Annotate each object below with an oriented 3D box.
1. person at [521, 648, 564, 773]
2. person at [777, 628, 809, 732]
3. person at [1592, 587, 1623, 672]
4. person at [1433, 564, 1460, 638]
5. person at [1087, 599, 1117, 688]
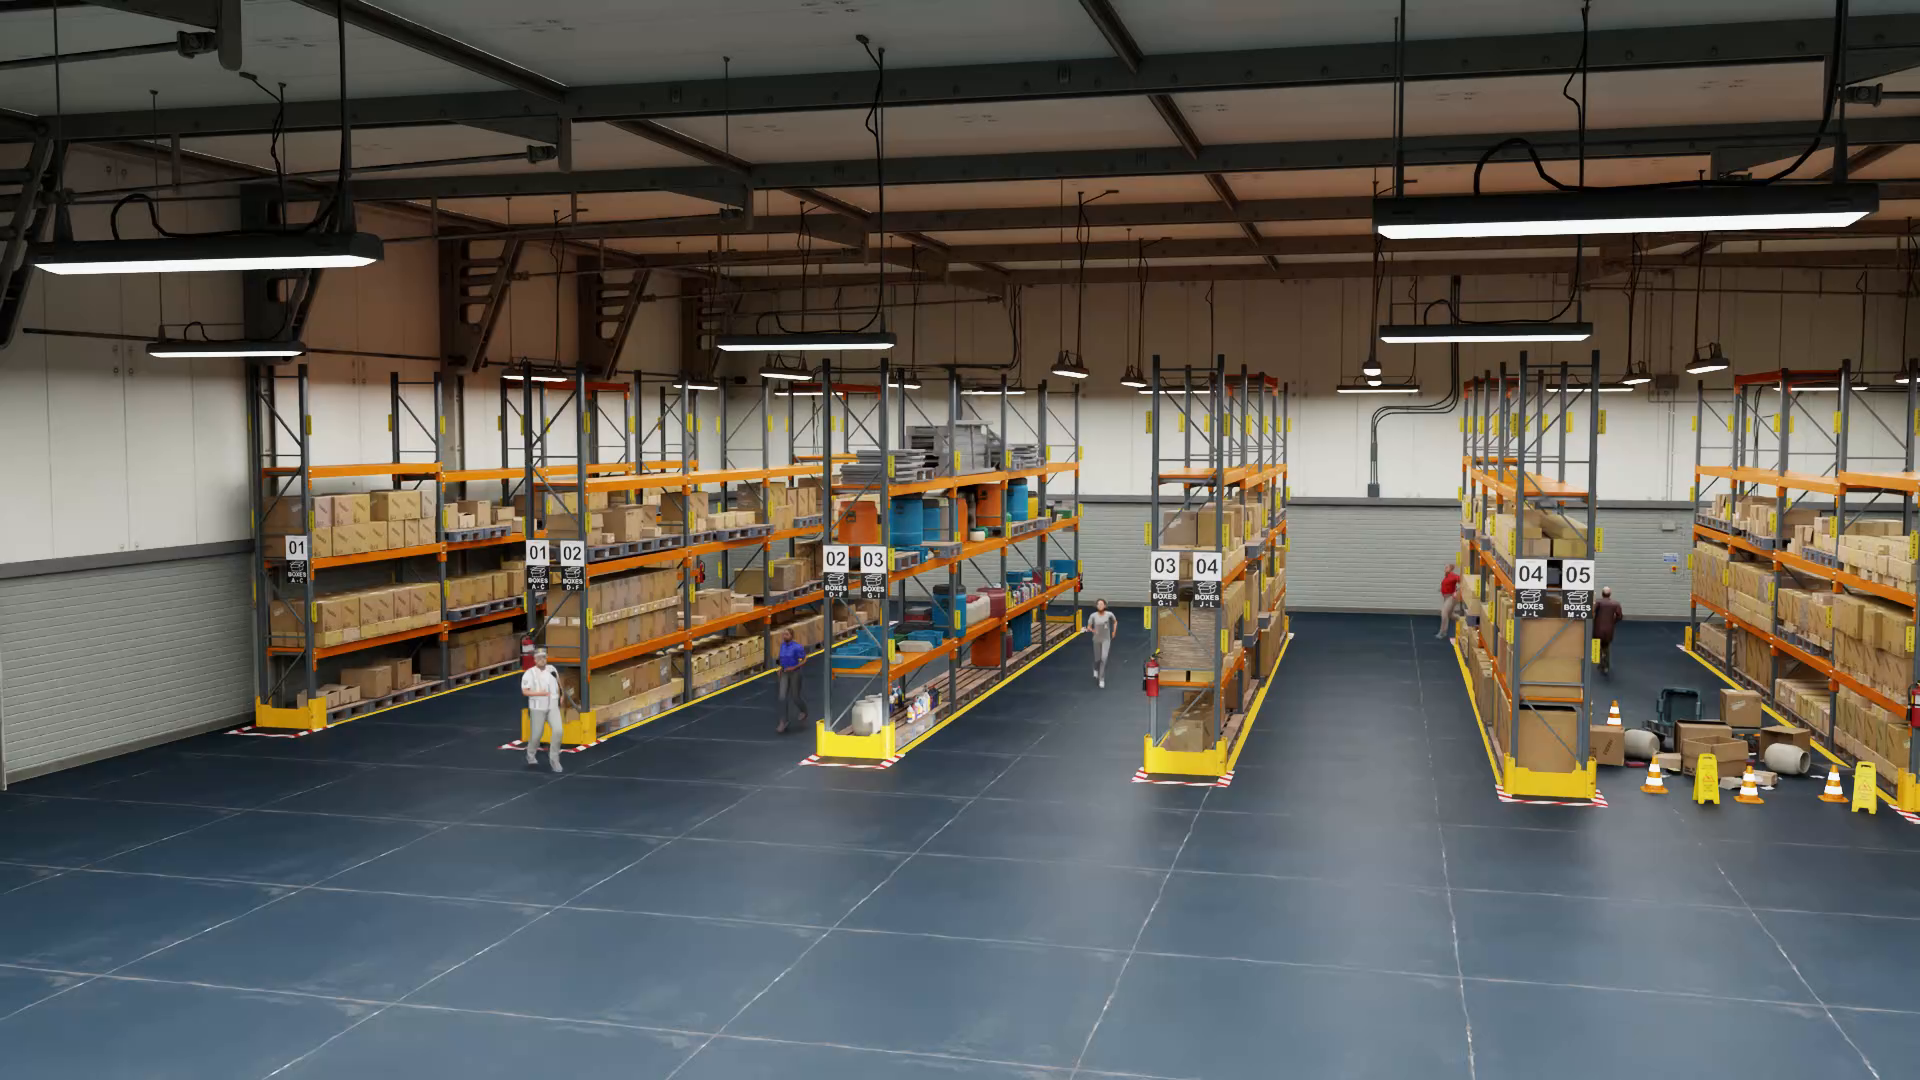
[{"bbox_3d":[-6.059,2.473,24.217,0.668,1.821,0.802,-3,5,-34],"label":"person"},{"bbox_3d":[-2.752,2.291,27.474,0.574,1.683,0.794,2,4,26],"label":"person"},{"bbox_3d":[13.072,1.810,33.786,0.707,1.737,0.566,0,4,7],"label":"person"},{"bbox_3d":[11.611,1.439,39.269,0.938,1.757,0.724,0,4,-7],"label":"person"},{"bbox_3d":[2.744,1.960,32.120,0.577,1.674,0.947,1,4,8],"label":"person"}]
